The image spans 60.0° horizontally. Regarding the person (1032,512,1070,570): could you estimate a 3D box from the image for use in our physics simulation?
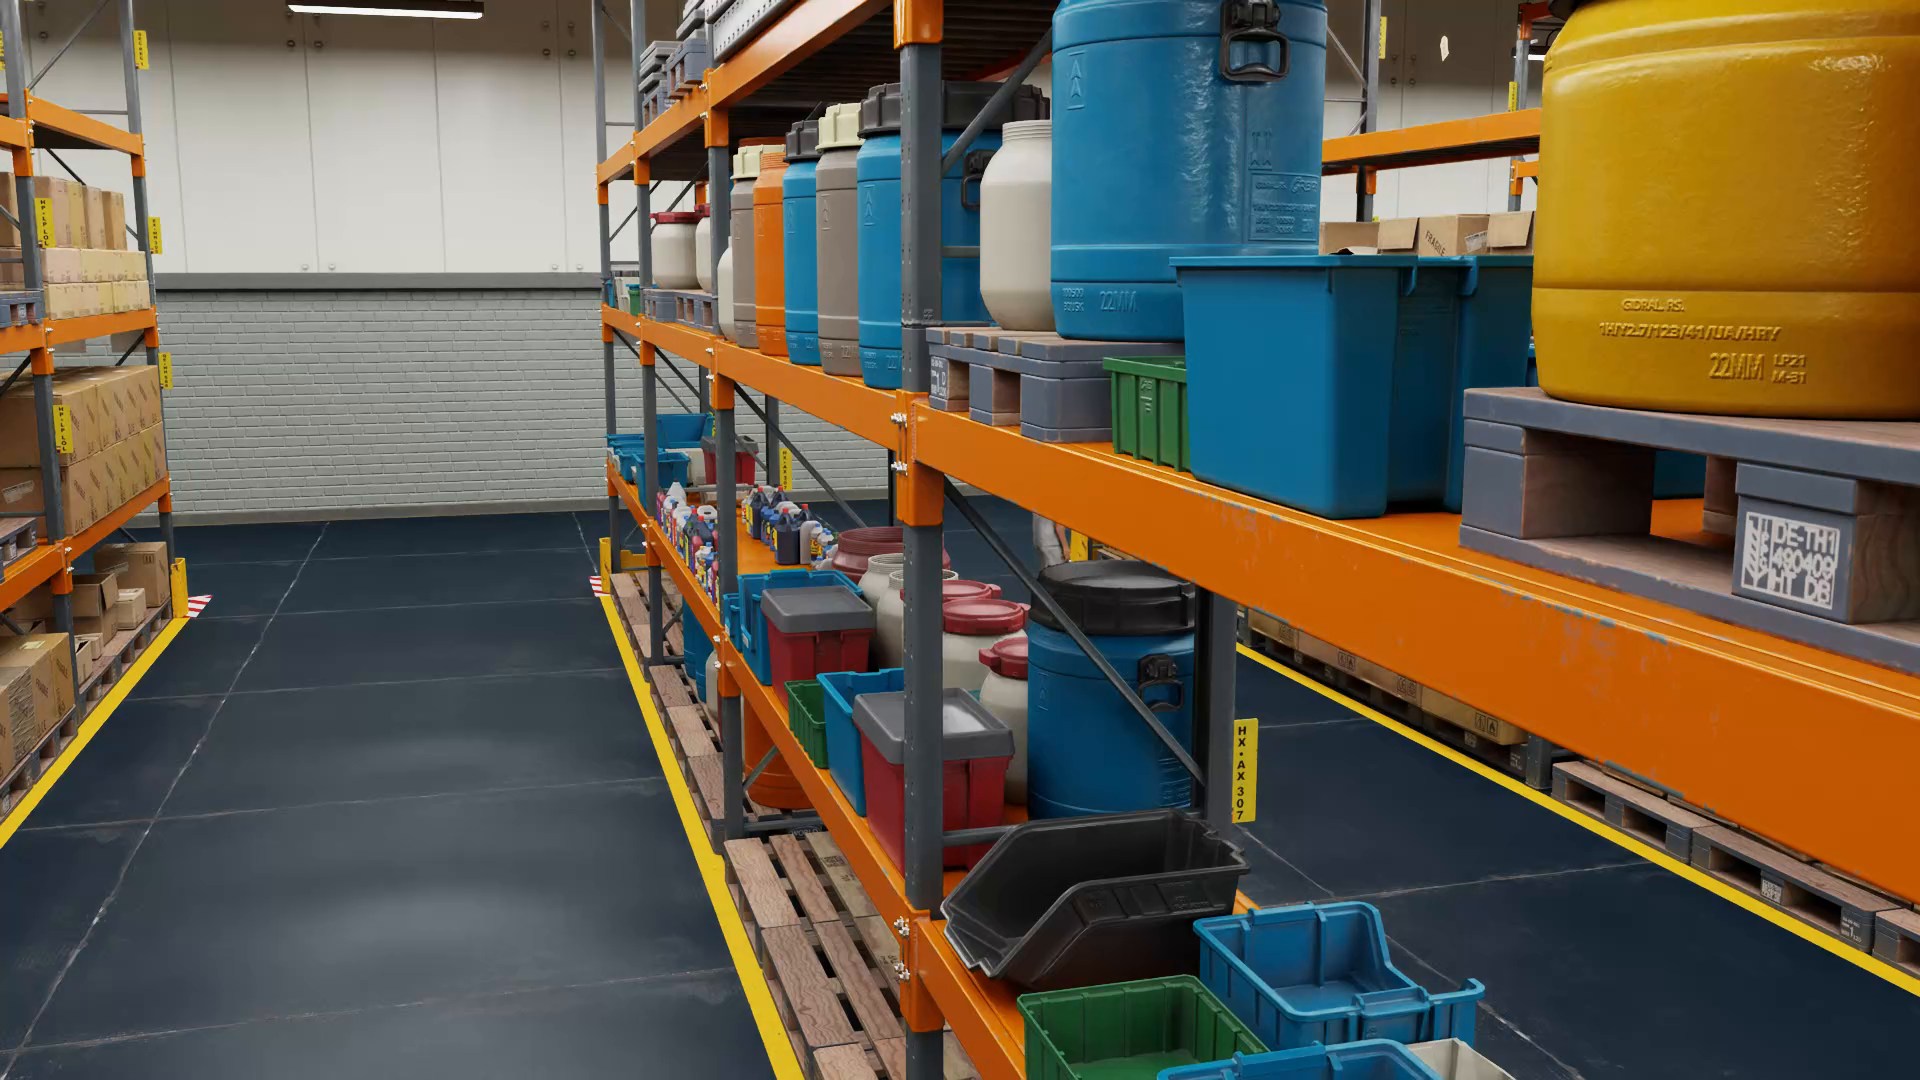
[{"bbox_3d":[0.826,0.046,14.104,0.407,1.673,0.485,-3,10,-16],"label":"person"}]
